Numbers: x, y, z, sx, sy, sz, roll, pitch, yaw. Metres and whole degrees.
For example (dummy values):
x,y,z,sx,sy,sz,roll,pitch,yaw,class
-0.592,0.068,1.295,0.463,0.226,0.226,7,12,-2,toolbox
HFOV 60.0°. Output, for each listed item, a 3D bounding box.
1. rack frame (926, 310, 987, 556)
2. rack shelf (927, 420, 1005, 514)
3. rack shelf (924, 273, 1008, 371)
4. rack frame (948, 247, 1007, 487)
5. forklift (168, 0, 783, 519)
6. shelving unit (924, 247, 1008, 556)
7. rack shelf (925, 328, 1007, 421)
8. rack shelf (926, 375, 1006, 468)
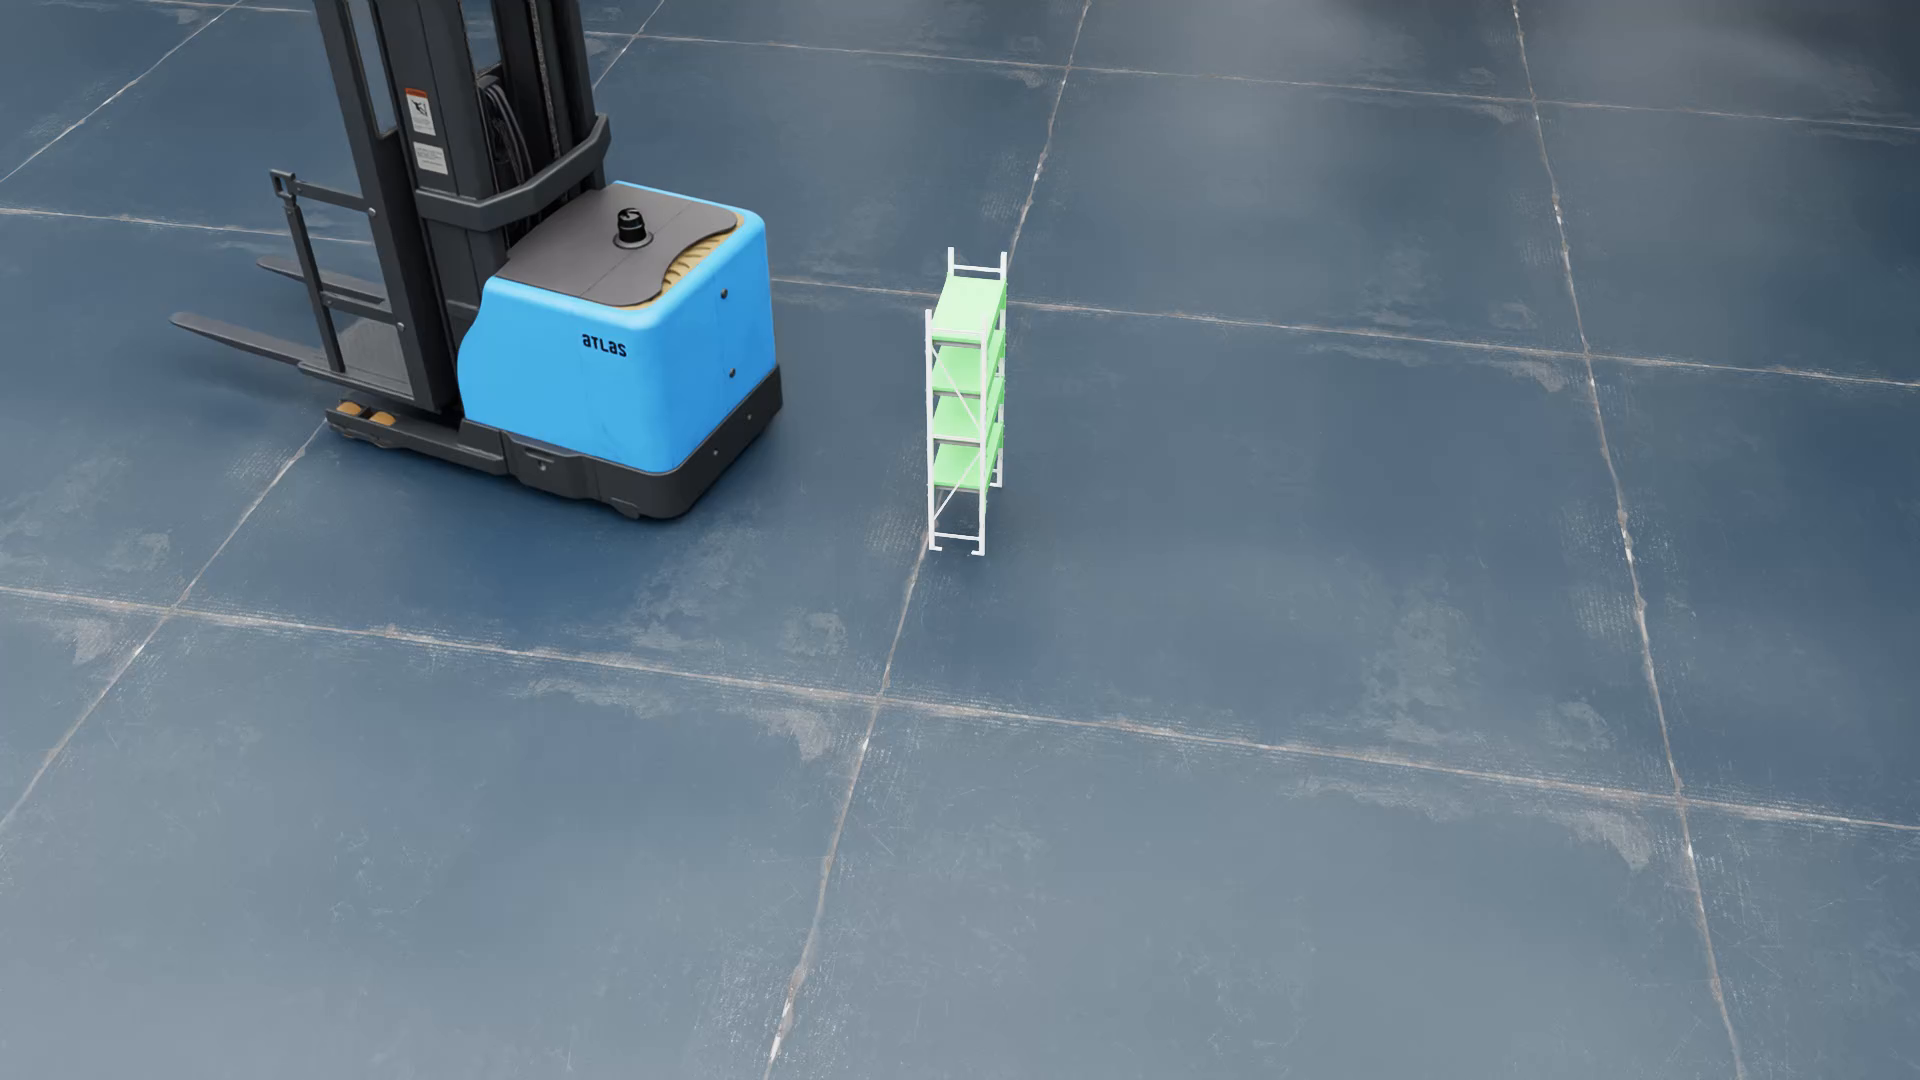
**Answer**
x,y,z,sx,sy,sz,roll,pitch,yaw,class
-0.014,-0.413,6.808,0.240,1.200,0.015,6,40,8,rack frame
0.029,-0.332,7.187,0.258,0.148,0.480,6,40,8,rack shelf
0.029,-0.887,6.728,0.258,0.148,0.480,6,40,8,rack shelf
0.071,-0.719,7.179,0.240,1.200,0.015,6,40,8,rack frame
-2.405,-1.848,7.184,3.031,2.935,1.130,16,42,19,forklift
0.029,-0.566,6.993,0.258,1.200,0.503,6,40,8,shelving unit
0.029,-0.702,6.881,0.258,0.148,0.480,6,40,8,rack shelf
0.029,-0.517,7.034,0.258,0.148,0.480,6,40,8,rack shelf
